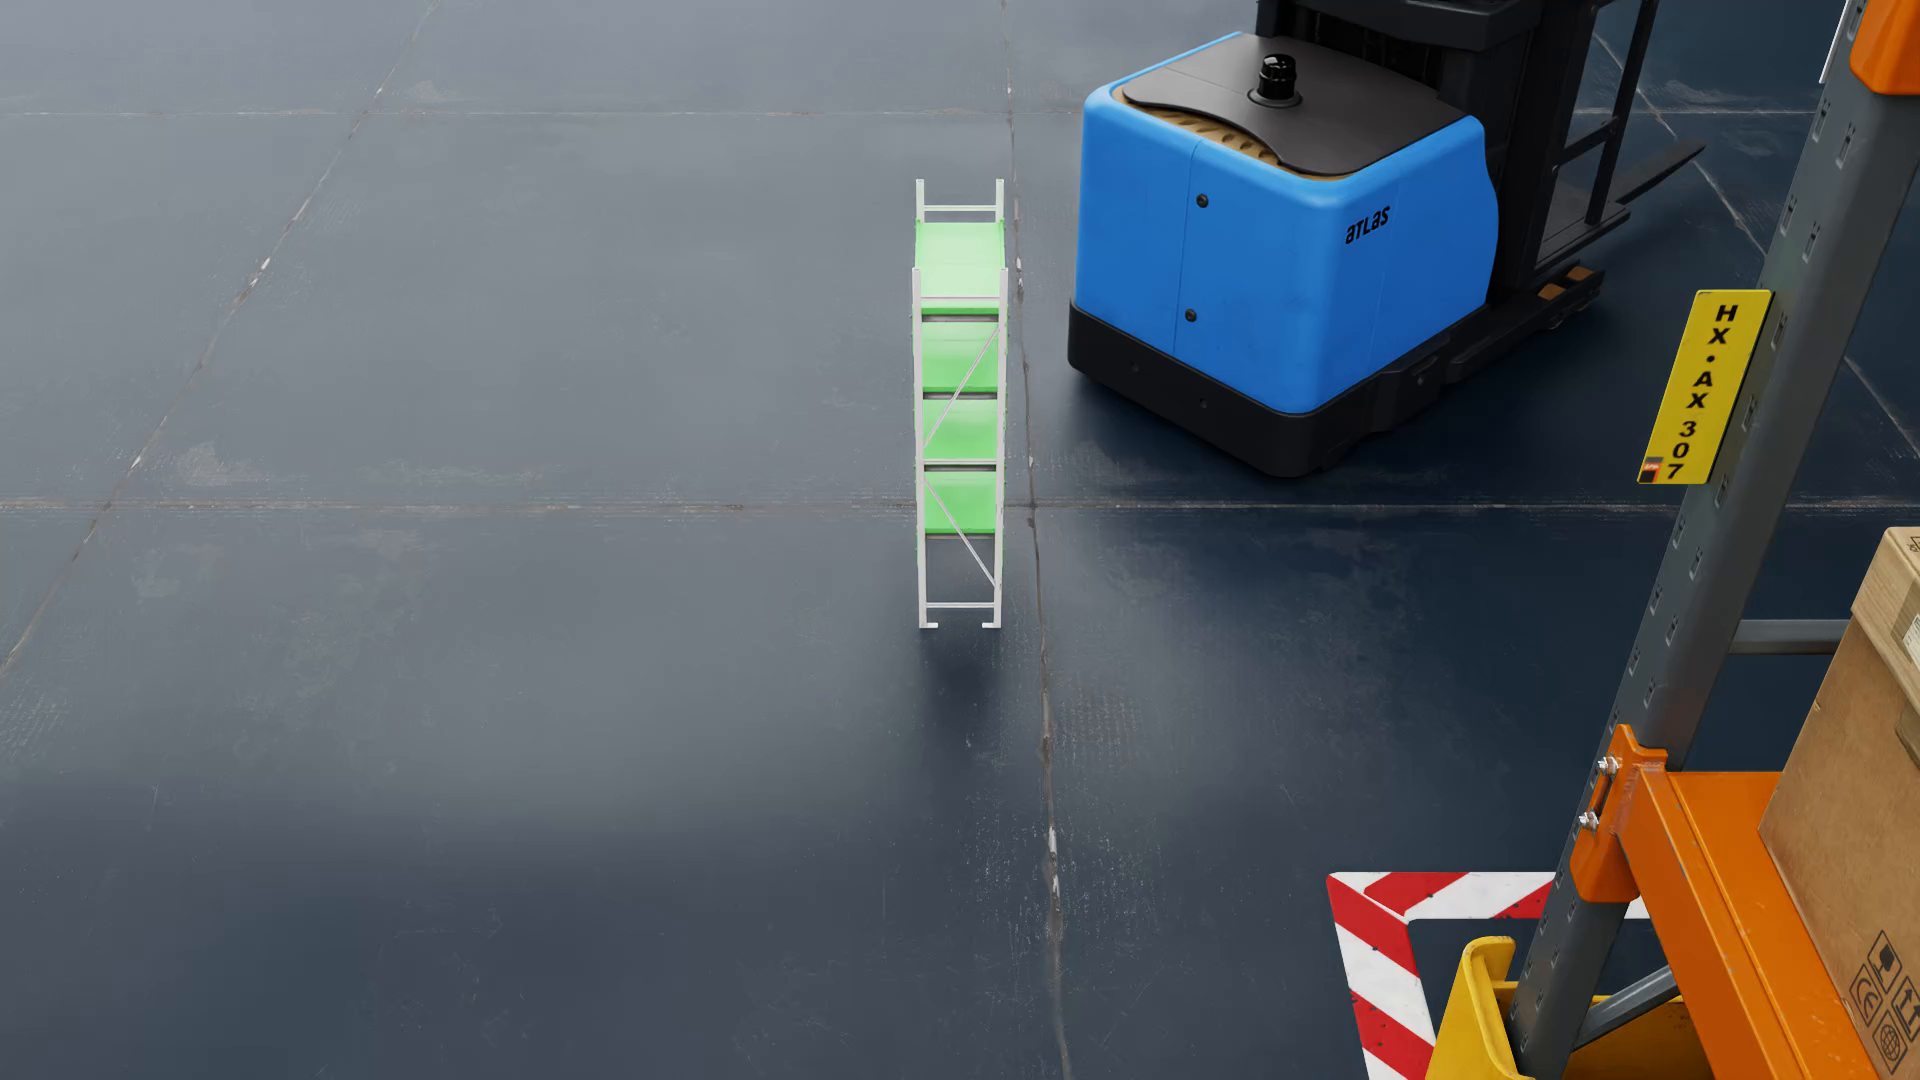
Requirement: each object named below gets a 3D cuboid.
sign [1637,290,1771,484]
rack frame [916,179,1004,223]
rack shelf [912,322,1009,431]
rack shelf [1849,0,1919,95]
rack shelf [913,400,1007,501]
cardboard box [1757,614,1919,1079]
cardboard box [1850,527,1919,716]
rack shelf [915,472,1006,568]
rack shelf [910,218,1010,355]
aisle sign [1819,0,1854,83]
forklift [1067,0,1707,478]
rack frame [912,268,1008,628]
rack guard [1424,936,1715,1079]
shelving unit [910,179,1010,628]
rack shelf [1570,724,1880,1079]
[{"bbox_3d":[1.052,-0.212,2.360,0.100,0.325,0.005,0,39,0],"label":"sign"},{"bbox_3d":[0.000,-0.517,4.936,0.240,1.200,0.015,0,39,0],"label":"rack frame"},{"bbox_3d":[0.000,-0.502,4.635,0.258,0.148,0.480,0,39,0],"label":"rack shelf"},{"bbox_3d":[1.609,0.521,0.377,1.077,0.370,4.000,0,39,0],"label":"rack shelf"},{"bbox_3d":[0.000,-0.315,4.786,0.258,0.148,0.480,0,39,0],"label":"rack shelf"},{"bbox_3d":[1.595,0.413,2.255,0.700,0.500,0.500,0,39,0],"label":"cardboard box"},{"bbox_3d":[1.392,0.114,2.111,0.380,0.149,0.250,0,39,0],"label":"cardboard box"},{"bbox_3d":[0.000,-0.128,4.936,0.258,0.148,0.480,0,39,0],"label":"rack shelf"},{"bbox_3d":[0.000,-0.689,4.485,0.258,0.148,0.480,0,39,0],"label":"rack shelf"},{"bbox_3d":[1.301,-0.895,1.889,0.394,0.787,0.004,0,39,0],"label":"aisle sign"},{"bbox_3d":[1.803,-2.147,5.586,3.031,2.935,1.130,-30,48,-32],"label":"forklift"},{"bbox_3d":[0.000,-0.212,4.555,0.240,1.200,0.015,0,39,0],"label":"rack frame"},{"bbox_3d":[1.607,1.121,3.451,1.175,0.500,0.348,0,39,0],"label":"rack guard"},{"bbox_3d":[0.000,-0.365,4.746,0.258,1.200,0.503,0,39,0],"label":"shelving unit"},{"bbox_3d":[1.609,1.692,1.315,1.077,0.370,4.000,0,39,0],"label":"rack shelf"}]
